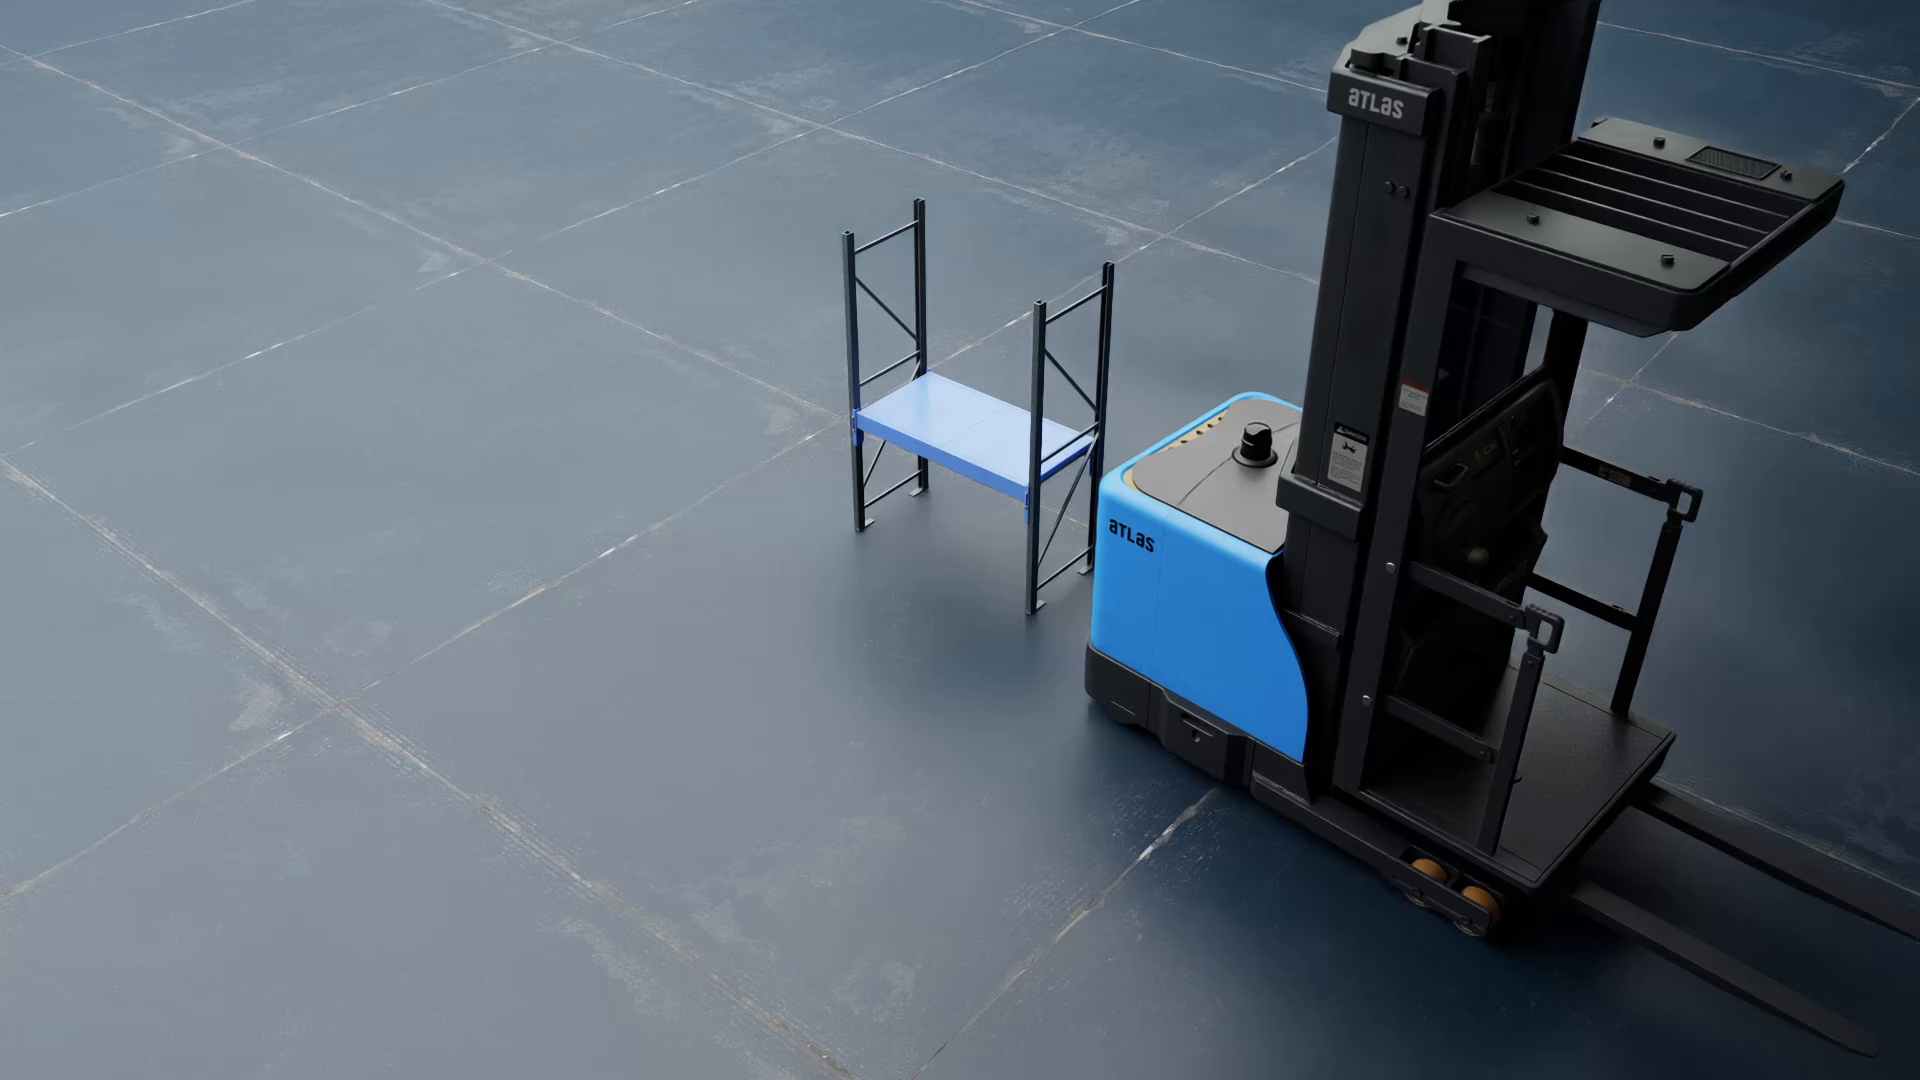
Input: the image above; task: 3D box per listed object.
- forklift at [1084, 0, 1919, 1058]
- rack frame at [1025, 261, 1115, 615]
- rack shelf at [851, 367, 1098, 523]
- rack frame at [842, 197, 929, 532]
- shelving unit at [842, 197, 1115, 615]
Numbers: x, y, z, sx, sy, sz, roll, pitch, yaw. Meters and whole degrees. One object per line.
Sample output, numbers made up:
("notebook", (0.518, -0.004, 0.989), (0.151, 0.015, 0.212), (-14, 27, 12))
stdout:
("forklift", (1.919, -0.176, 5.417), (3.031, 2.935, 1.130), (28, 43, 35))
("rack frame", (0.456, -0.403, 7.012), (0.032, 1.500, 0.500), (25, 42, 32))
("rack shelf", (0.066, -0.439, 7.382), (1.000, 0.185, 0.538), (25, 42, 32))
("rack frame", (-0.325, -0.771, 7.549), (0.032, 1.500, 0.500), (25, 42, 32))
("shelving unit", (0.066, -0.587, 7.280), (1.048, 1.500, 0.538), (25, 42, 32))
